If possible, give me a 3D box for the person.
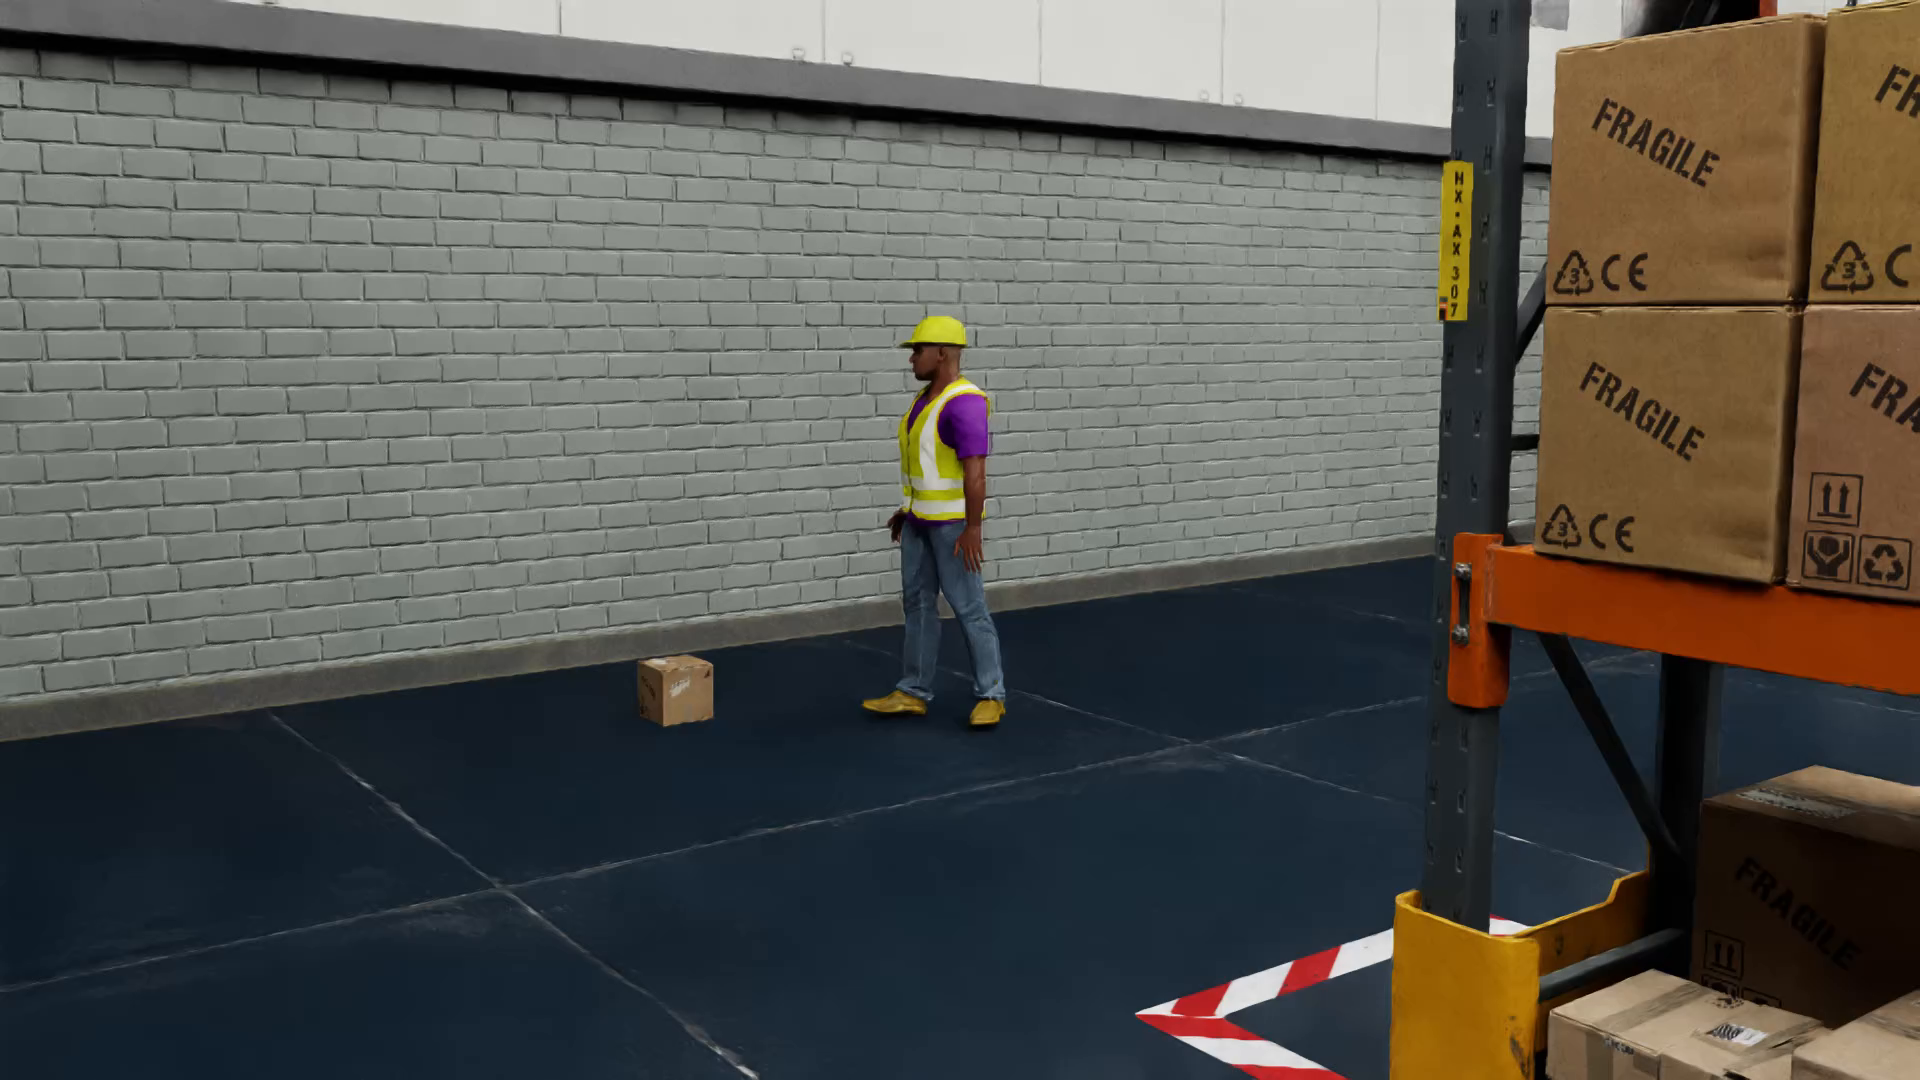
[{"bbox_3d":[-0.129,-0.091,7.281,0.574,1.768,0.729,-4,9,-27],"label":"person"}]
